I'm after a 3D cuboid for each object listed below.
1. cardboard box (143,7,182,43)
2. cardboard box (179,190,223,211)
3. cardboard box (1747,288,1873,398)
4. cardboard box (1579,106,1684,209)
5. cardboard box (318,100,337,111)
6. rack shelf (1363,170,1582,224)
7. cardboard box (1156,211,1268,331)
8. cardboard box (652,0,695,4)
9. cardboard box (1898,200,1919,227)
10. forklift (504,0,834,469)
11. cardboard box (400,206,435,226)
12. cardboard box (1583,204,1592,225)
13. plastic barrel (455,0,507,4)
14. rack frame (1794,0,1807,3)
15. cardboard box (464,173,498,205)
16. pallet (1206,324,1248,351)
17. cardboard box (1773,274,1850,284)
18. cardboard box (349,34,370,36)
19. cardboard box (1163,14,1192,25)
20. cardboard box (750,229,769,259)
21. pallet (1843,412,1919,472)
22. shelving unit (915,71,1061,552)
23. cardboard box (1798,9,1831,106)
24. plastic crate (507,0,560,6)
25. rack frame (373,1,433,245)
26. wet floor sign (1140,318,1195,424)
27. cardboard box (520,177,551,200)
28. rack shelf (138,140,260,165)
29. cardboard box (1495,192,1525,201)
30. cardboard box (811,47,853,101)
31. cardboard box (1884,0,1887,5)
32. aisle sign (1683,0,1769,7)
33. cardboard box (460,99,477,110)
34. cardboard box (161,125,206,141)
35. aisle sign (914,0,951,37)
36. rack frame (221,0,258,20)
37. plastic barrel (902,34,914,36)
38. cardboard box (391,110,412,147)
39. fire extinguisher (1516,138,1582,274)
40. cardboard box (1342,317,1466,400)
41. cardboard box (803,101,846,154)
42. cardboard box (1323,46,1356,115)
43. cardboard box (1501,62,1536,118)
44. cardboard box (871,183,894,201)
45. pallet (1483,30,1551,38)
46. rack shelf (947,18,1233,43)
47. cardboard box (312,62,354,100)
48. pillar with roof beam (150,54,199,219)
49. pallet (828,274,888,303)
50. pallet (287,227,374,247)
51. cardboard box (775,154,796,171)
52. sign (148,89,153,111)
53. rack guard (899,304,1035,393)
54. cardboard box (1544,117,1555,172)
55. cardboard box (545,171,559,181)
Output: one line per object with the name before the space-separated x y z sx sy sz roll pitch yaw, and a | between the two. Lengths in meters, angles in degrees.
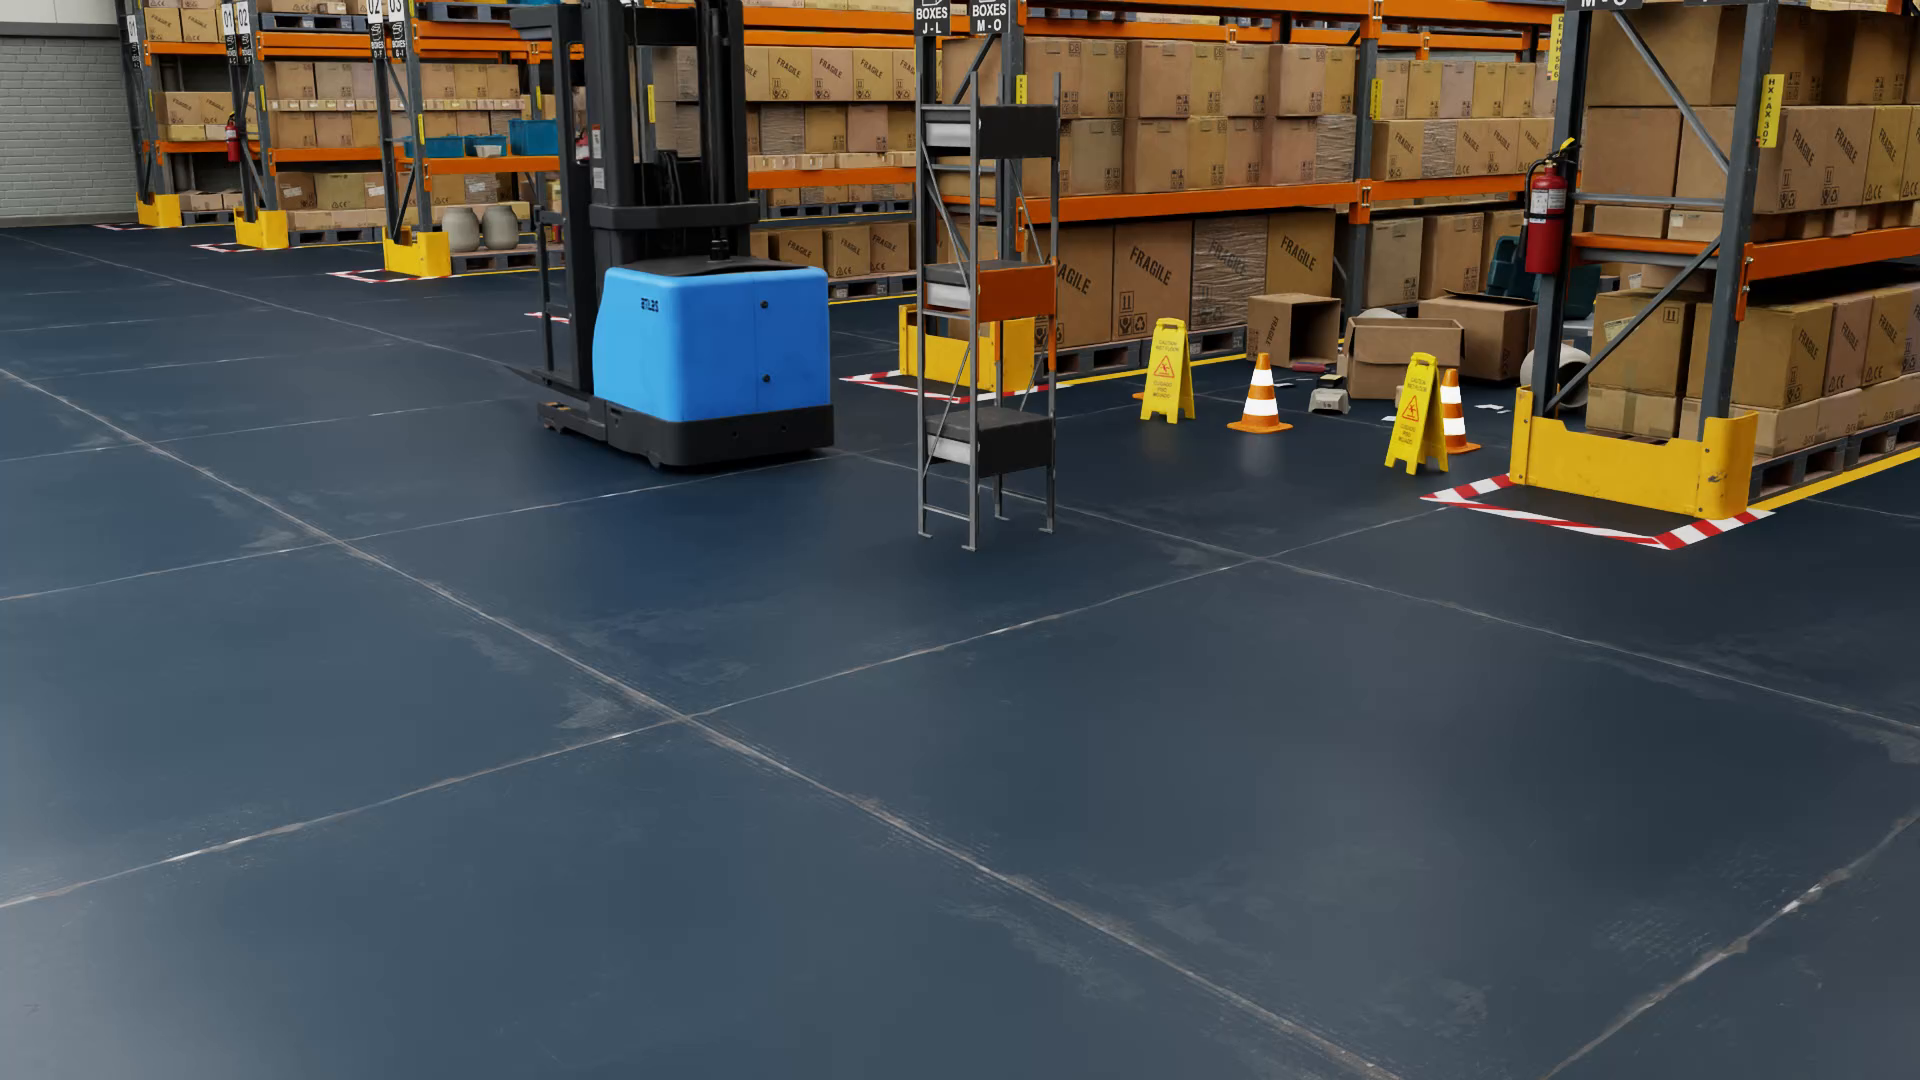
cardboard box | -12.464 -8.006 25.866 0.500 0.500 0.500 -12 19 -38
cardboard box | -12.299 -5.504 26.902 0.500 0.311 0.500 13 20 41
cardboard box | 4.579 -1.082 9.050 0.500 0.500 0.500 -14 20 -41
cardboard box | 3.608 -2.007 8.679 0.500 0.500 0.500 -13 20 -40
cardboard box | -8.802 -6.001 22.953 0.250 0.149 0.380 -13 19 -39
rack shelf | 4.580 -3.284 15.627 4.000 0.370 1.077 -13 19 -39
cardboard box | 1.874 -2.223 13.564 0.875 0.875 0.875 -12 19 -39
cardboard box | -2.592 -5.006 15.158 0.500 0.250 0.500 -12 19 -38
cardboard box | 5.208 -1.850 9.352 0.250 0.149 0.380 -12 19 -39
forklift | -1.977 -2.132 10.051 1.130 2.935 3.031 -10 18 -34
cardboard box | -7.942 -4.703 24.059 0.500 0.250 0.500 -13 19 -39
cardboard box | 6.768 -3.398 17.235 0.500 0.250 0.500 -14 20 -42
plastic barrel | -5.600 -6.523 19.368 0.600 0.588 0.600 0 15 0
rack frame | 9.107 -7.547 18.566 0.127 3.000 1.000 -13 19 -39
cardboard box | -7.199 -5.238 24.609 0.500 0.500 0.500 -13 19 -39
pallet | 2.447 -1.832 14.201 1.213 0.211 1.003 -13 19 -39
cardboard box | 4.987 -1.355 10.073 0.500 0.500 0.500 -11 19 -37
cardboard box | -10.083 -8.542 27.871 0.500 0.500 0.500 -12 19 -38
cardboard box | 2.346 -6.115 19.309 0.500 0.250 0.500 -13 20 -40
cardboard box | -2.215 -2.804 16.465 0.500 0.500 0.500 -7 17 -25
pallet | 4.993 -0.671 9.853 1.213 0.211 1.003 -13 19 -39
shelving unit | 0.125 -1.042 7.584 0.503 2.100 0.431 -13 19 -39
cardboard box | 4.326 -2.664 9.202 0.500 0.500 0.700 -13 20 -40
plastic crate | -5.136 -6.386 20.062 0.575 0.384 0.392 -13 19 -39
rack frame | -6.377 -4.562 19.018 0.127 3.000 1.000 -13 19 -39
wet floor sign | 1.332 -1.088 10.572 0.267 0.644 0.232 12 19 37
cardboard box | -6.491 -5.475 25.862 0.500 0.311 0.500 -13 19 -39
rack shelf | -11.371 -6.482 27.600 4.000 0.370 1.077 -13 19 -39
cardboard box | 7.828 -5.207 24.734 0.875 0.875 0.875 -13 19 -39
cardboard box | -1.400 -4.568 16.330 0.500 0.500 0.500 -13 19 -39
cardboard box | 11.171 -6.644 20.319 0.500 0.250 0.500 -12 19 -39
aisle sign | 3.537 -2.854 7.585 0.004 0.787 0.394 -13 19 -39
cardboard box | -7.254 -6.348 24.252 0.250 0.149 0.380 -13 20 -39
cardboard box | -12.304 -6.449 26.334 0.500 0.250 0.500 -13 20 -41
aisle sign | -0.196 -3.918 11.567 0.004 0.787 0.394 -13 19 -39
rack frame | -9.626 -8.426 21.856 0.127 3.000 1.000 -13 19 -39
plastic barrel | -0.777 -7.428 23.717 0.421 0.512 0.421 0 15 0
cardboard box | -8.099 -5.915 23.888 0.500 0.500 0.700 -12 19 -38
fire extinguisher | 2.991 -1.702 8.459 0.183 0.674 0.296 -13 19 -39
cardboard box | 3.043 -1.253 11.467 0.797 0.503 0.637 2 15 9
cardboard box | -1.604 -4.145 16.685 0.500 0.500 0.875 -13 19 -39
cardboard box | 2.771 -3.831 13.898 0.550 0.550 0.875 -13 19 -39
cardboard box | 4.978 -4.255 15.735 0.500 0.500 0.700 -13 20 -40
cardboard box | -1.514 -6.259 29.360 0.500 0.500 0.500 -12 19 -39
pallet | 8.392 -7.587 24.702 1.213 0.211 1.003 -13 19 -39
rack shelf | 1.401 -5.716 18.919 4.000 0.370 1.077 -13 19 -39
cardboard box | -8.832 -6.378 23.108 0.500 0.500 0.700 -13 20 -41
pillar with roof beam | -10.094 -8.838 23.401 0.400 9.000 9.100 -13 19 -39
pallet | -1.512 -2.600 17.076 1.213 0.211 1.003 -13 19 -39
pallet | -9.076 -4.318 23.506 1.213 0.211 1.003 -13 19 -39
cardboard box | -1.815 -3.692 16.245 0.250 0.149 0.380 -13 19 -39
sign | -12.524 -6.804 25.732 0.005 0.325 0.100 -13 19 -39
rack guard | 0.036 -1.404 12.037 0.348 0.500 1.175 -13 19 -39
cardboard box | 5.549 -3.806 15.993 0.500 0.500 0.500 -13 19 -39
cardboard box | -7.819 -6.655 30.842 0.500 0.500 0.700 -13 20 -39
